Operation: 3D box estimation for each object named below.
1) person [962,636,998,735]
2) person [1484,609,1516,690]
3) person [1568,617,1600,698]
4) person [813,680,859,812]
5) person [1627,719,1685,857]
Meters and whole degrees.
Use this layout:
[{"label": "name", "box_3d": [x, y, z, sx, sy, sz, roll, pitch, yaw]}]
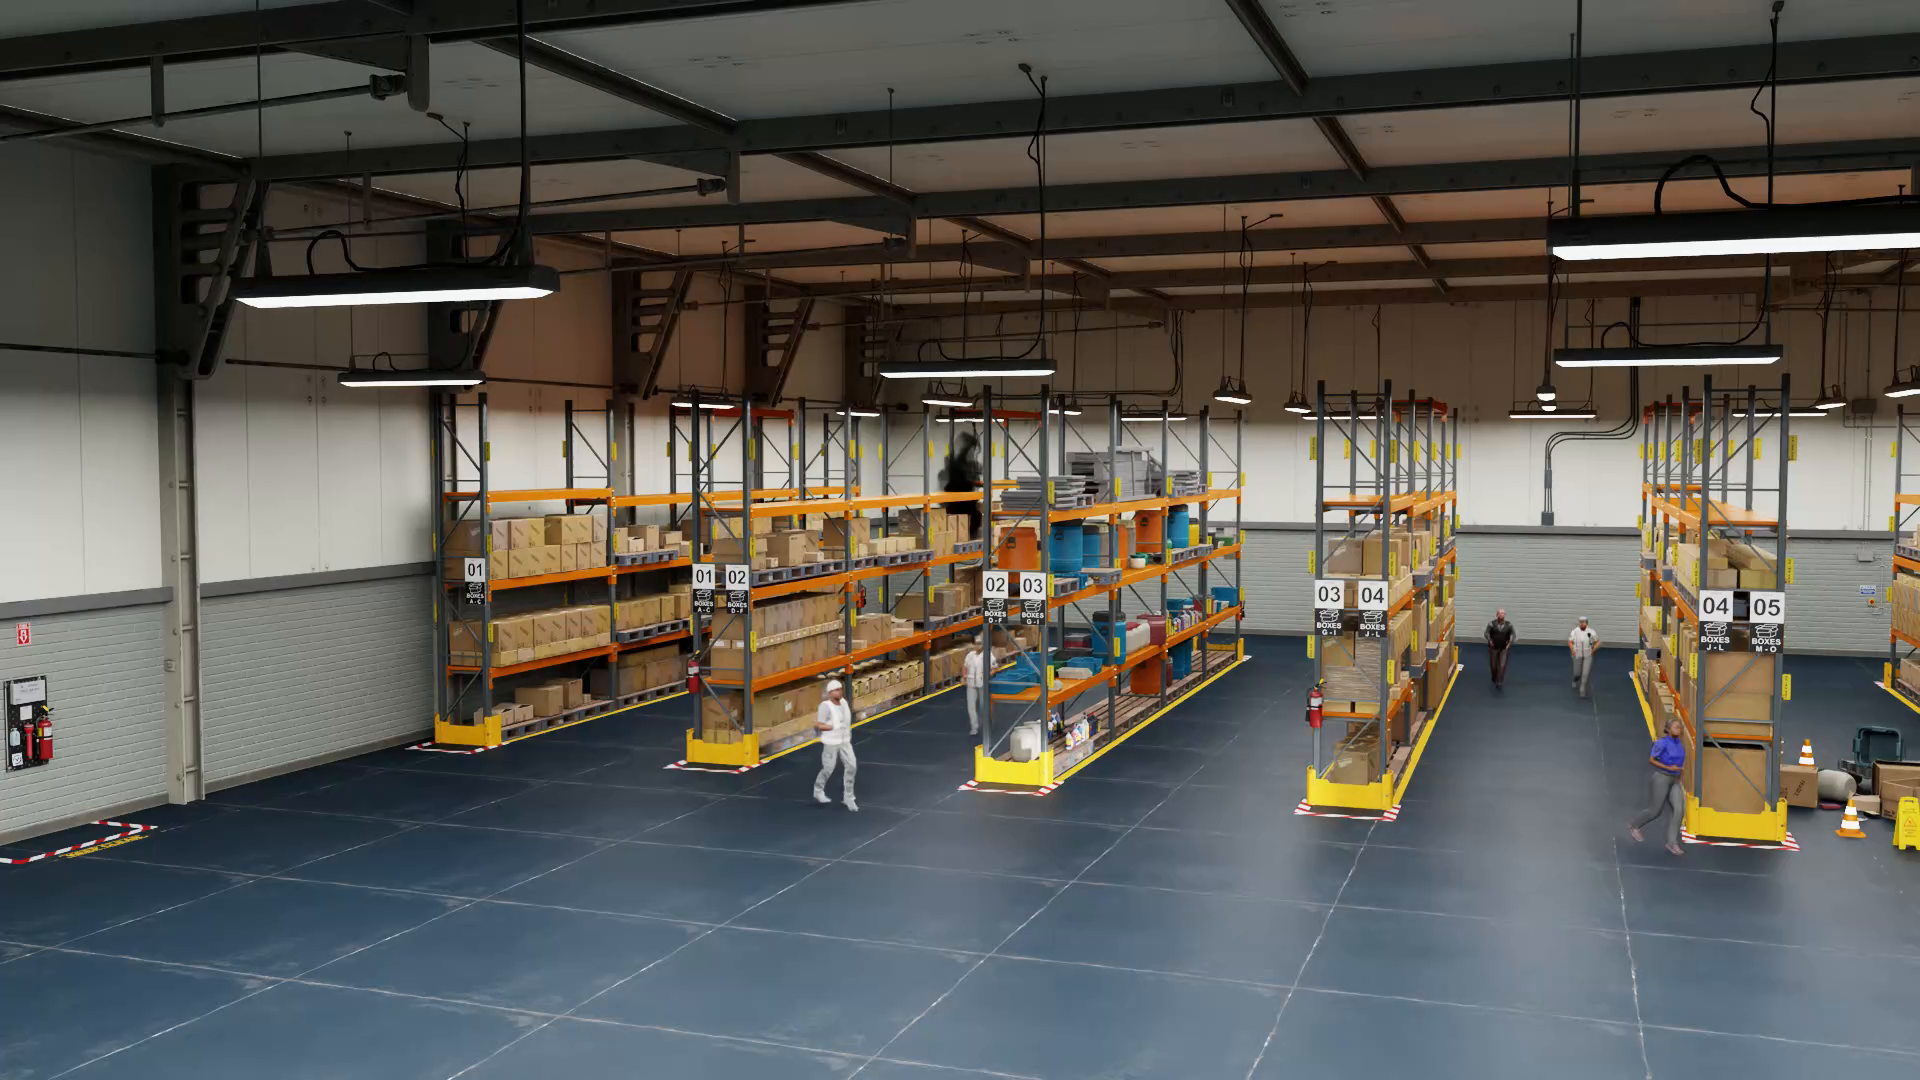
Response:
[{"label": "person", "box_3d": [0.337, 2.556, 29.546, 0.670, 1.738, 0.751, 1, 3, 17]}, {"label": "person", "box_3d": [11.389, 2.295, 35.076, 0.650, 1.691, 0.670, 1, 3, 16]}, {"label": "person", "box_3d": [12.798, 2.385, 34.103, 0.607, 1.650, 0.641, 1, 3, 23]}, {"label": "person", "box_3d": [-1.756, 2.873, 23.258, 0.660, 1.847, 0.808, -3, 4, -44]}, {"label": "person", "box_3d": [8.884, 3.074, 20.946, 0.590, 1.668, 0.830, -1, 3, -23]}]
